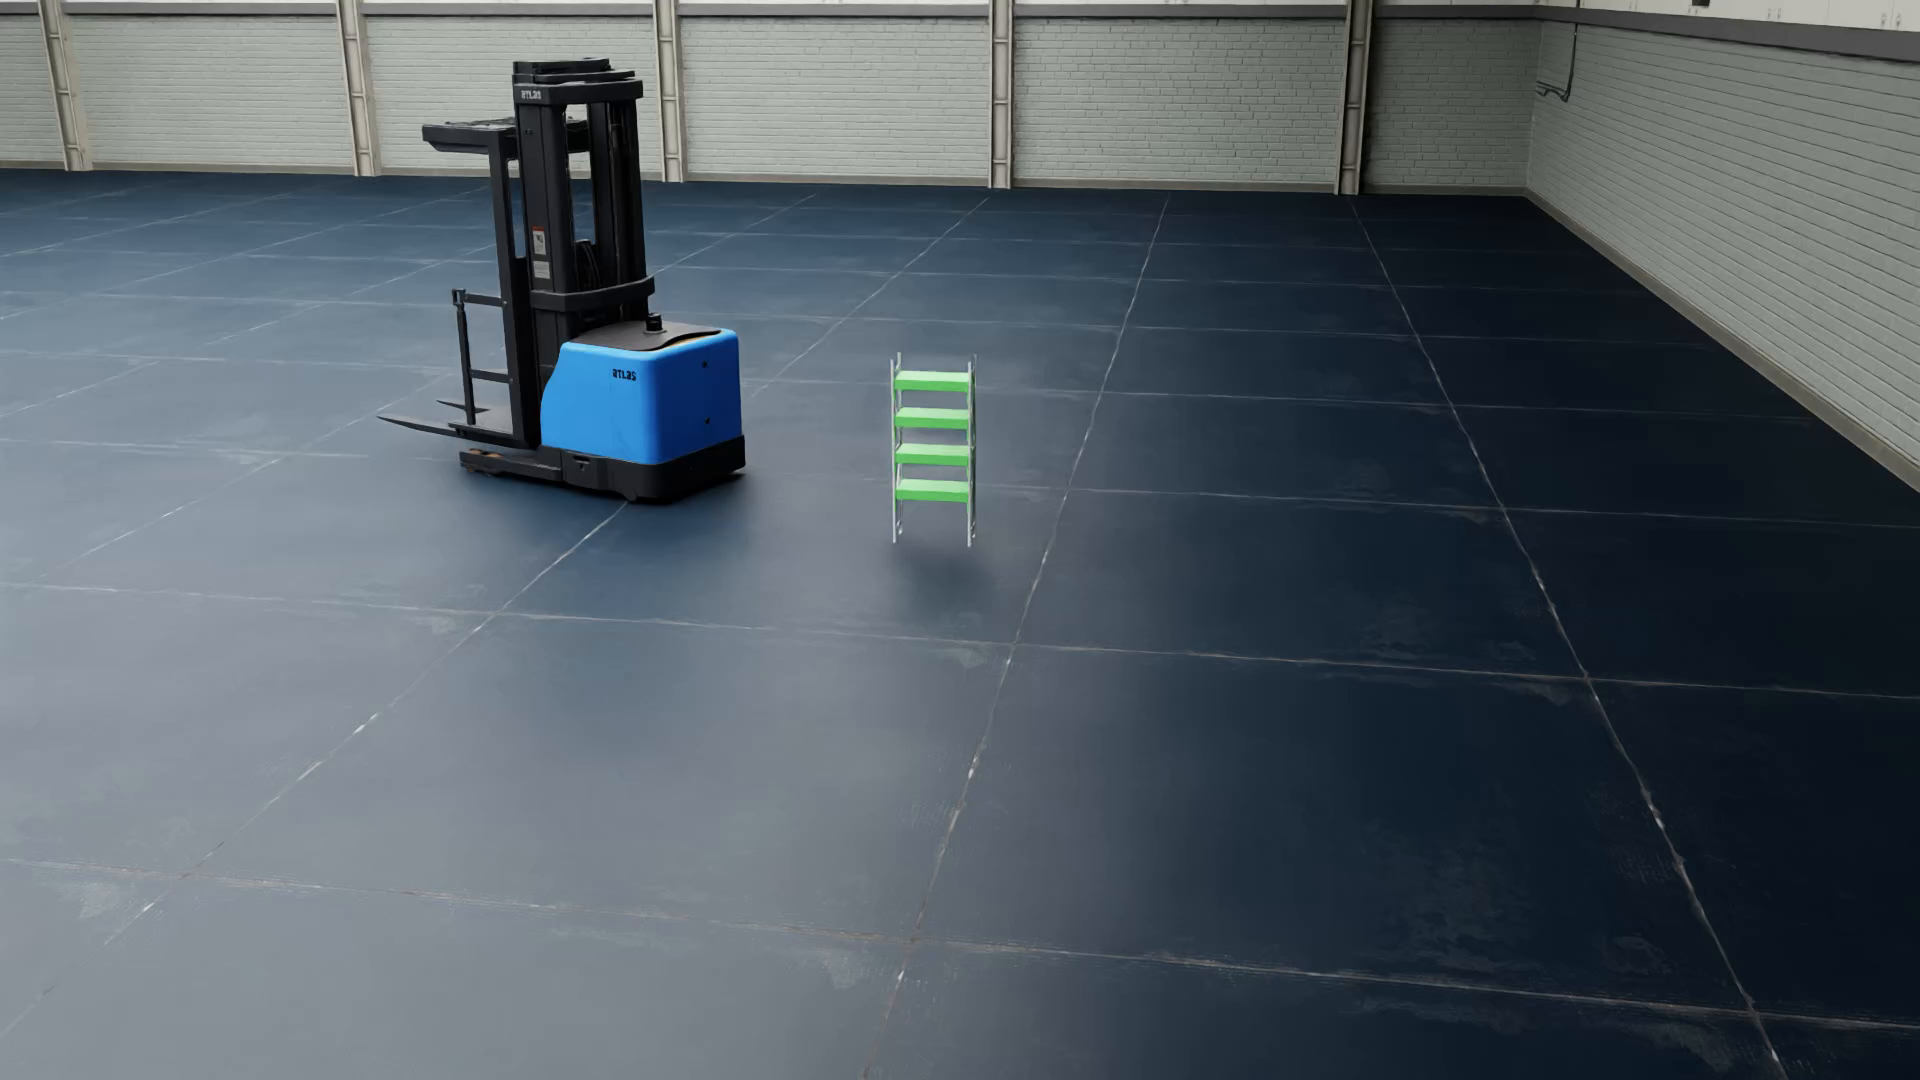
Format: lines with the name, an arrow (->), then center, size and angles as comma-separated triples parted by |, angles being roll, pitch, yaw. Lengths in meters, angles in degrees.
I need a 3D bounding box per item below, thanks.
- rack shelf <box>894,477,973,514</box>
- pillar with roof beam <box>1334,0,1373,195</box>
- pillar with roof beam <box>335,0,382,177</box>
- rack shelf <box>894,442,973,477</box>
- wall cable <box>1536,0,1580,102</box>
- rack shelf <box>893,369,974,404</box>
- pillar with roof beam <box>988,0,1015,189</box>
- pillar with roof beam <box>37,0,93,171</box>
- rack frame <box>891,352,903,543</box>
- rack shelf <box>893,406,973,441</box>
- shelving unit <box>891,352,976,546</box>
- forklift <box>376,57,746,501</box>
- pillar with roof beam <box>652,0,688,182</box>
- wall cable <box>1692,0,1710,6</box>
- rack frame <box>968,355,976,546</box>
rack shelf -> -0.163, -0.289, 10.734 | 0.480, 0.148, 0.258 | 3, 19, 9
pillar with roof beam -> 5.959, -8.876, 23.149 | 0.400, 9.000, 9.100 | 3, 19, 9
pillar with roof beam -> -11.813, -9.782, 25.857 | 0.400, 9.000, 9.100 | 3, 19, 9
rack shelf -> -0.163, -0.517, 10.658 | 0.480, 0.148, 0.258 | 3, 19, 9
wall cable -> 9.341, -8.190, 25.991 | 0.112, 2.526, 3.097 | 3, 19, 9
rack shelf -> -0.163, -0.972, 10.506 | 0.480, 0.148, 0.258 | 3, 19, 9
pillar with roof beam -> 0.035, -9.178, 24.052 | 0.400, 9.000, 9.100 | 3, 19, 9
pillar with roof beam -> -17.737, -10.084, 26.759 | 0.400, 9.000, 9.100 | 3, 19, 9
rack frame -> -0.404, -0.590, 10.674 | 0.015, 1.200, 0.240 | 3, 19, 9
rack shelf -> -0.163, -0.744, 10.582 | 0.480, 0.148, 0.258 | 3, 19, 9
shelving unit -> -0.163, -0.577, 10.638 | 0.503, 1.200, 0.258 | 3, 19, 9
forklift -> -3.101, -1.989, 12.128 | 3.031, 2.935, 1.130 | 11, 21, 30
pillar with roof beam -> -5.889, -9.480, 24.954 | 0.400, 9.000, 9.100 | 3, 19, 9
wall cable -> 7.819, -8.302, 16.073 | 0.169, 6.003, 2.305 | 3, 19, 9
rack frame -> 0.077, -0.565, 10.601 | 0.015, 1.200, 0.240 | 3, 19, 9
